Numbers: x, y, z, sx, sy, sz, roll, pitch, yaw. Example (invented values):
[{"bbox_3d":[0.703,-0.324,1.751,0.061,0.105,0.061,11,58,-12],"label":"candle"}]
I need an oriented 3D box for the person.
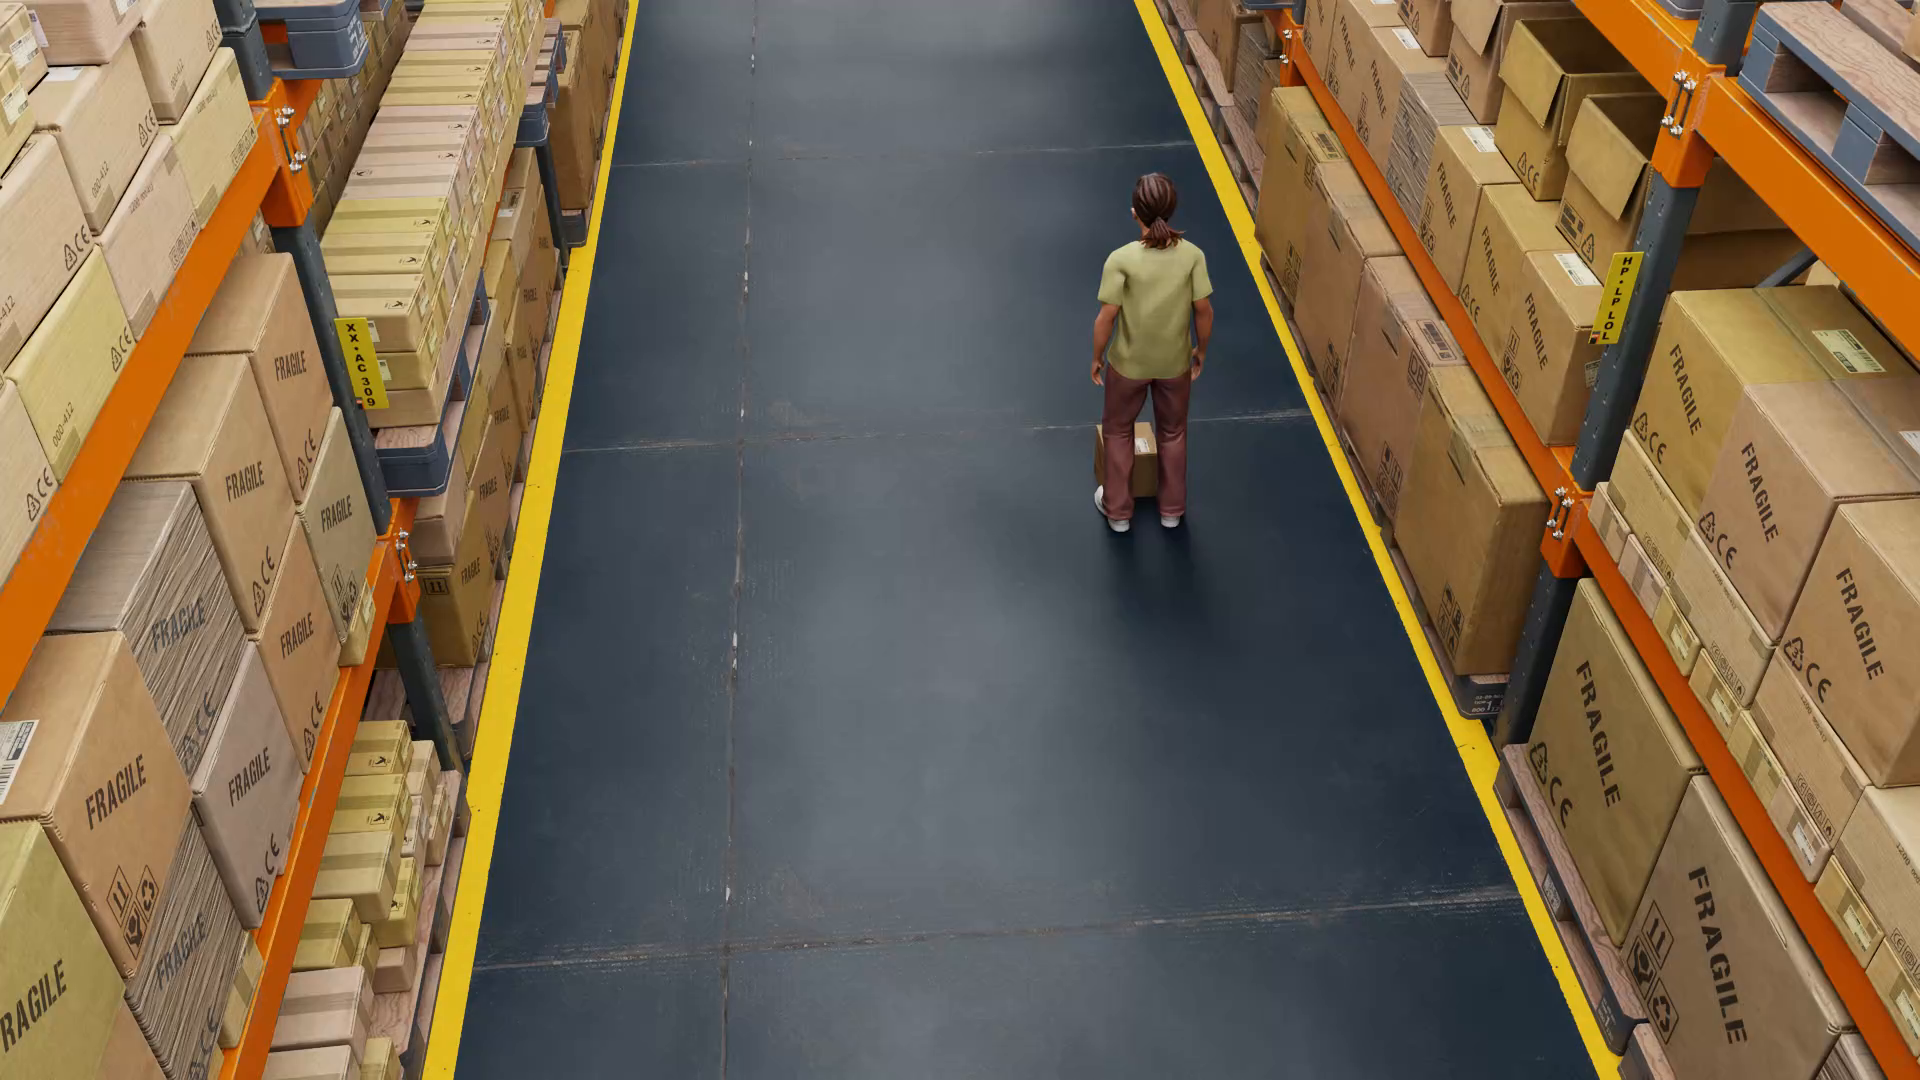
[{"bbox_3d":[0.801,-0.764,7.090,0.503,1.672,0.352,-4,39,-4],"label":"person"}]
